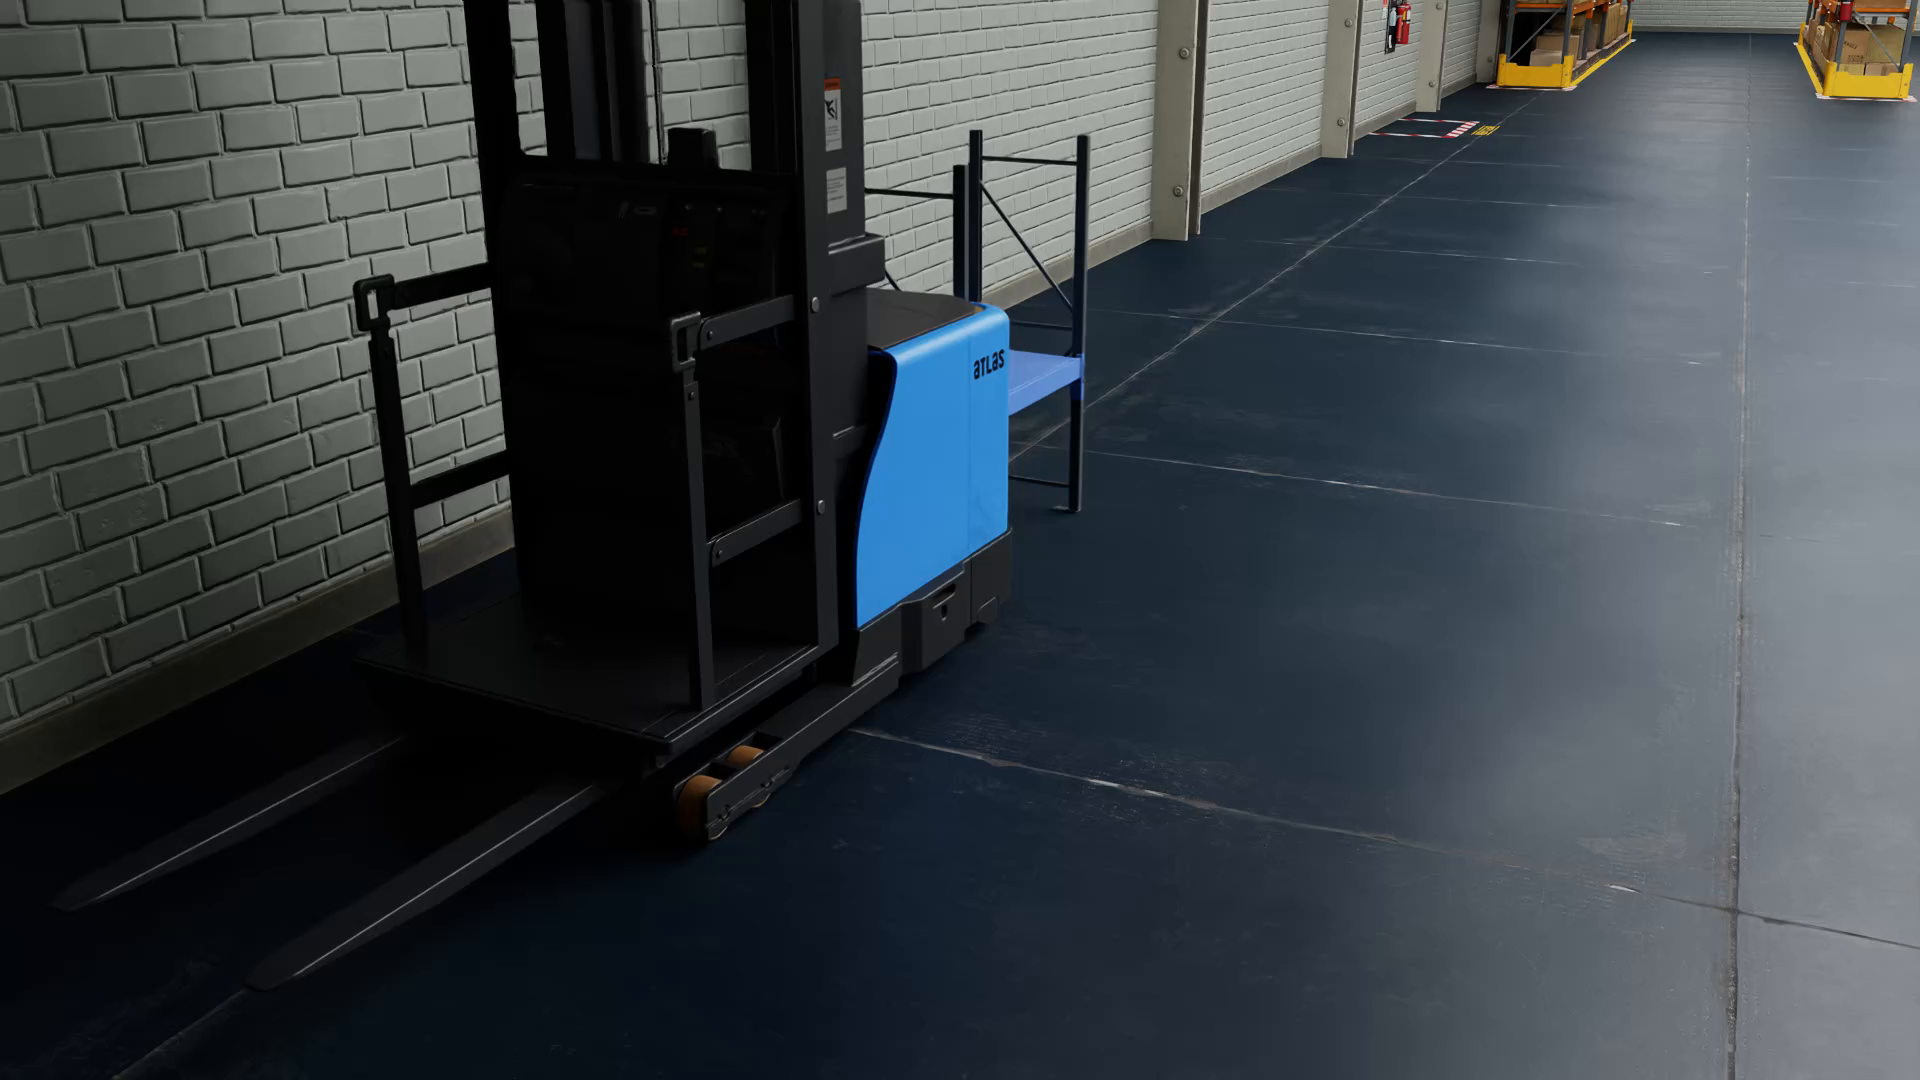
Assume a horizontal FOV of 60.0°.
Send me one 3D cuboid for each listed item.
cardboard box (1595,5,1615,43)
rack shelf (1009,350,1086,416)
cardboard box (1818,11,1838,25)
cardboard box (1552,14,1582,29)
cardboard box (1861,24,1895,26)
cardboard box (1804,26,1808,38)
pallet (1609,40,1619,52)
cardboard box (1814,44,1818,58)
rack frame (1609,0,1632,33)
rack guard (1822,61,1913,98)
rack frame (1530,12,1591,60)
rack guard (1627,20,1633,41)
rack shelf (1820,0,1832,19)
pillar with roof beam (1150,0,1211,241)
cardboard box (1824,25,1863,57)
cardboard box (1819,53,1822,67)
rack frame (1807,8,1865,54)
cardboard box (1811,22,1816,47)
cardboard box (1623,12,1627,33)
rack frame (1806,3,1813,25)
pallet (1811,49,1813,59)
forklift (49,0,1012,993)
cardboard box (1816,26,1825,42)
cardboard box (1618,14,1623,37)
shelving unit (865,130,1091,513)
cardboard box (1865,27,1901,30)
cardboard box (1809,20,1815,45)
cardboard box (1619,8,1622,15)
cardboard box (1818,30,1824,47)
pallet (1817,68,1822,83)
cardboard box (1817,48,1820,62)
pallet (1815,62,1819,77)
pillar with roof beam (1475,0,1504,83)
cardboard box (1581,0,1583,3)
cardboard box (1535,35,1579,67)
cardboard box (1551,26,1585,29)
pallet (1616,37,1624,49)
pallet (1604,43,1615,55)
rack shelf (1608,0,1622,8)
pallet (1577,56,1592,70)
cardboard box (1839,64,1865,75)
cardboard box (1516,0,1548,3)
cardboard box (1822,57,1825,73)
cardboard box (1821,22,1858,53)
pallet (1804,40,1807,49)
[{"bbox_3d":[13.652,-11.126,35.858,0.750,0.750,0.750,8,21,22],"label":"cardboard box"},{"bbox_3d":[0.033,-0.537,6.278,0.538,0.185,1.000,10,22,26],"label":"rack shelf"},{"bbox_3d":[17.575,-10.507,33.492,0.500,0.250,0.500,9,22,25],"label":"cardboard box"},{"bbox_3d":[11.692,-9.990,32.036,0.500,0.250,0.500,8,21,22],"label":"cardboard box"},{"bbox_3d":[15.543,-8.498,28.246,0.500,0.500,0.500,9,21,23],"label":"cardboard box"},{"bbox_3d":[19.772,-11.713,38.374,0.500,0.250,0.500,9,21,23],"label":"cardboard box"},{"bbox_3d":[14.257,-11.130,37.449,1.003,0.211,1.213,9,21,23],"label":"pallet"},{"bbox_3d":[16.492,-9.258,31.500,0.500,0.250,0.500,8,21,21],"label":"cardboard box"},{"bbox_3d":[16.142,-13.913,41.113,1.000,3.000,0.127,9,21,23],"label":"rack frame"},{"bbox_3d":[14.101,-7.158,25.850,1.175,0.500,0.348,9,21,23],"label":"rack guard"},{"bbox_3d":[11.228,-10.244,30.798,1.000,3.000,0.127,9,21,23],"label":"rack frame"},{"bbox_3d":[16.152,-12.742,41.552,1.175,0.500,0.348,9,21,23],"label":"rack guard"},{"bbox_3d":[16.568,-9.838,30.729,1.077,0.370,4.000,9,21,23],"label":"rack shelf"},{"bbox_3d":[5.644,-6.088,10.156,9.100,9.000,0.400,9,21,23],"label":"pillar with roof beam"},{"bbox_3d":[14.661,-8.264,27.587,0.500,0.500,0.500,9,21,23],"label":"cardboard box"},{"bbox_3d":[15.283,-8.368,28.999,0.500,0.250,0.500,9,21,23],"label":"cardboard box"},{"bbox_3d":[19.025,-12.011,35.766,1.000,3.000,0.127,9,21,23],"label":"rack frame"},{"bbox_3d":[17.977,-10.456,34.466,0.500,0.500,0.500,8,21,21],"label":"cardboard box"},{"bbox_3d":[15.947,-12.705,40.821,0.700,0.500,0.500,9,21,23],"label":"cardboard box"},{"bbox_3d":[20.663,-13.234,39.205,1.000,3.000,0.127,9,21,23],"label":"rack frame"},{"bbox_3d":[18.228,-10.069,34.467,1.003,0.211,1.213,9,21,23],"label":"pallet"},{"bbox_3d":[-0.962,-0.778,4.281,1.130,2.935,3.031,10,22,26],"label":"forklift"},{"bbox_3d":[16.697,-9.674,31.833,0.500,0.311,0.500,8,21,21],"label":"cardboard box"},{"bbox_3d":[15.325,-12.234,39.497,0.700,0.500,0.500,9,22,24],"label":"cardboard box"},{"bbox_3d":[0.033,-0.707,6.217,0.538,1.500,1.048,10,22,26],"label":"shelving unit"},{"bbox_3d":[14.930,-8.040,26.957,0.500,0.500,0.500,9,21,23],"label":"cardboard box"},{"bbox_3d":[18.605,-10.926,35.790,0.500,0.500,0.500,8,21,20],"label":"cardboard box"},{"bbox_3d":[15.211,-12.310,38.741,0.380,0.149,0.250,9,22,25],"label":"cardboard box"},{"bbox_3d":[16.067,-9.208,30.523,0.500,0.311,0.500,8,21,23],"label":"cardboard box"},{"bbox_3d":[15.385,-8.015,28.690,1.003,0.211,1.213,9,21,23],"label":"pallet"},{"bbox_3d":[15.863,-8.789,30.183,0.500,0.250,0.500,8,21,22],"label":"cardboard box"},{"bbox_3d":[16.015,-8.483,30.005,1.003,0.211,1.213,9,21,23],"label":"pallet"},{"bbox_3d":[13.015,-11.590,25.629,9.100,9.000,0.400,9,21,23],"label":"pillar with roof beam"},{"bbox_3d":[10.279,-9.227,28.130,0.500,0.250,0.500,8,21,21],"label":"cardboard box"},{"bbox_3d":[10.535,-8.642,29.366,0.700,0.500,0.500,7,21,19],"label":"cardboard box"},{"bbox_3d":[11.926,-9.816,32.669,0.700,0.500,0.500,9,21,23],"label":"cardboard box"},{"bbox_3d":[14.887,-11.598,38.765,1.003,0.211,1.213,9,21,23],"label":"pallet"},{"bbox_3d":[13.759,-10.756,36.397,1.003,0.211,1.213,9,21,23],"label":"pallet"},{"bbox_3d":[13.685,-11.740,36.076,1.077,0.370,4.000,9,21,23],"label":"rack shelf"},{"bbox_3d":[11.546,-9.169,31.935,1.003,0.211,1.213,9,21,23],"label":"pallet"},{"bbox_3d":[14.061,-7.450,26.417,0.500,0.250,0.500,9,21,23],"label":"cardboard box"},{"bbox_3d":[9.605,-9.130,27.858,0.500,0.250,0.500,9,21,23],"label":"cardboard box"},{"bbox_3d":[14.664,-7.910,27.711,0.500,0.250,0.500,9,21,23],"label":"cardboard box"},{"bbox_3d":[15.274,-8.723,28.877,0.500,0.500,0.500,9,21,23],"label":"cardboard box"},{"bbox_3d":[19.805,-11.281,37.876,1.003,0.211,1.213,9,21,23],"label":"pallet"}]
